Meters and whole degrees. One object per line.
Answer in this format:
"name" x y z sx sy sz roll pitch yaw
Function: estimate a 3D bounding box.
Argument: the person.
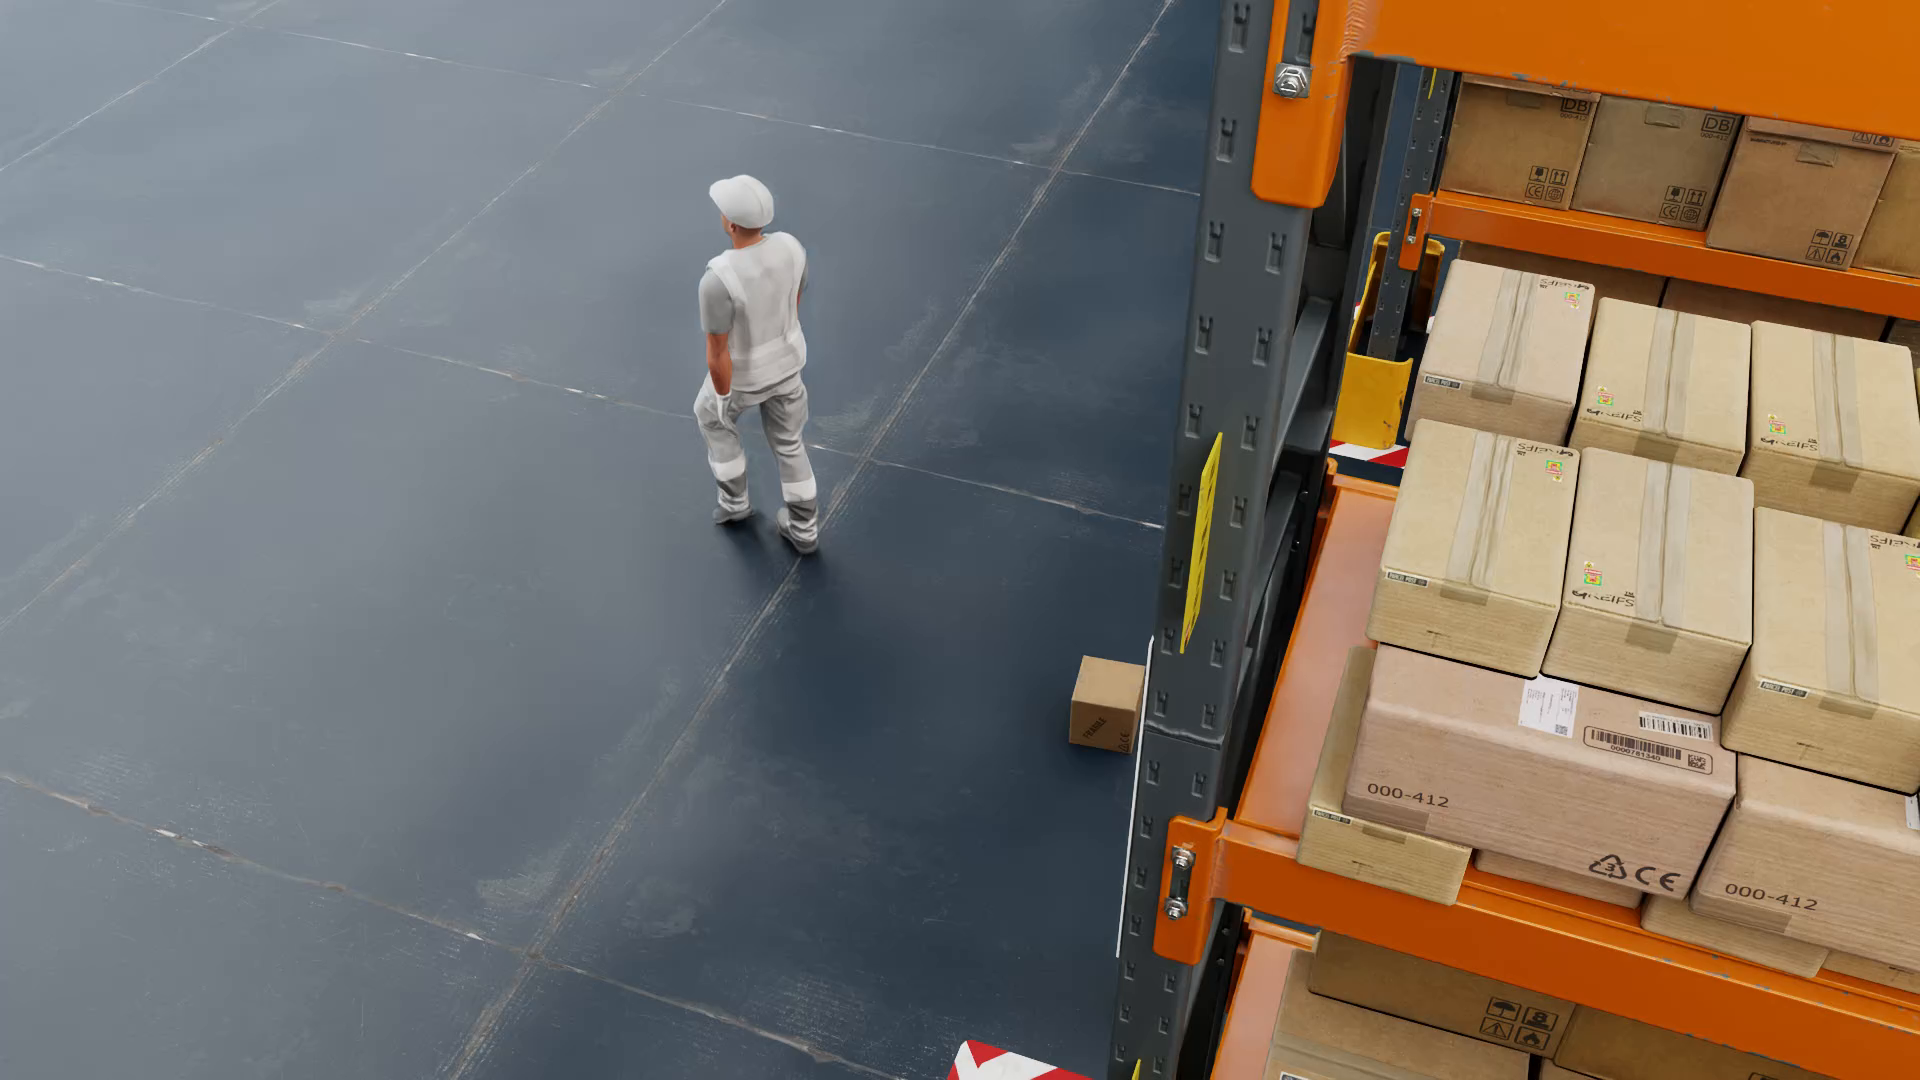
"person" -0.866 -0.705 6.969 0.540 1.853 0.584 -26 48 -27
